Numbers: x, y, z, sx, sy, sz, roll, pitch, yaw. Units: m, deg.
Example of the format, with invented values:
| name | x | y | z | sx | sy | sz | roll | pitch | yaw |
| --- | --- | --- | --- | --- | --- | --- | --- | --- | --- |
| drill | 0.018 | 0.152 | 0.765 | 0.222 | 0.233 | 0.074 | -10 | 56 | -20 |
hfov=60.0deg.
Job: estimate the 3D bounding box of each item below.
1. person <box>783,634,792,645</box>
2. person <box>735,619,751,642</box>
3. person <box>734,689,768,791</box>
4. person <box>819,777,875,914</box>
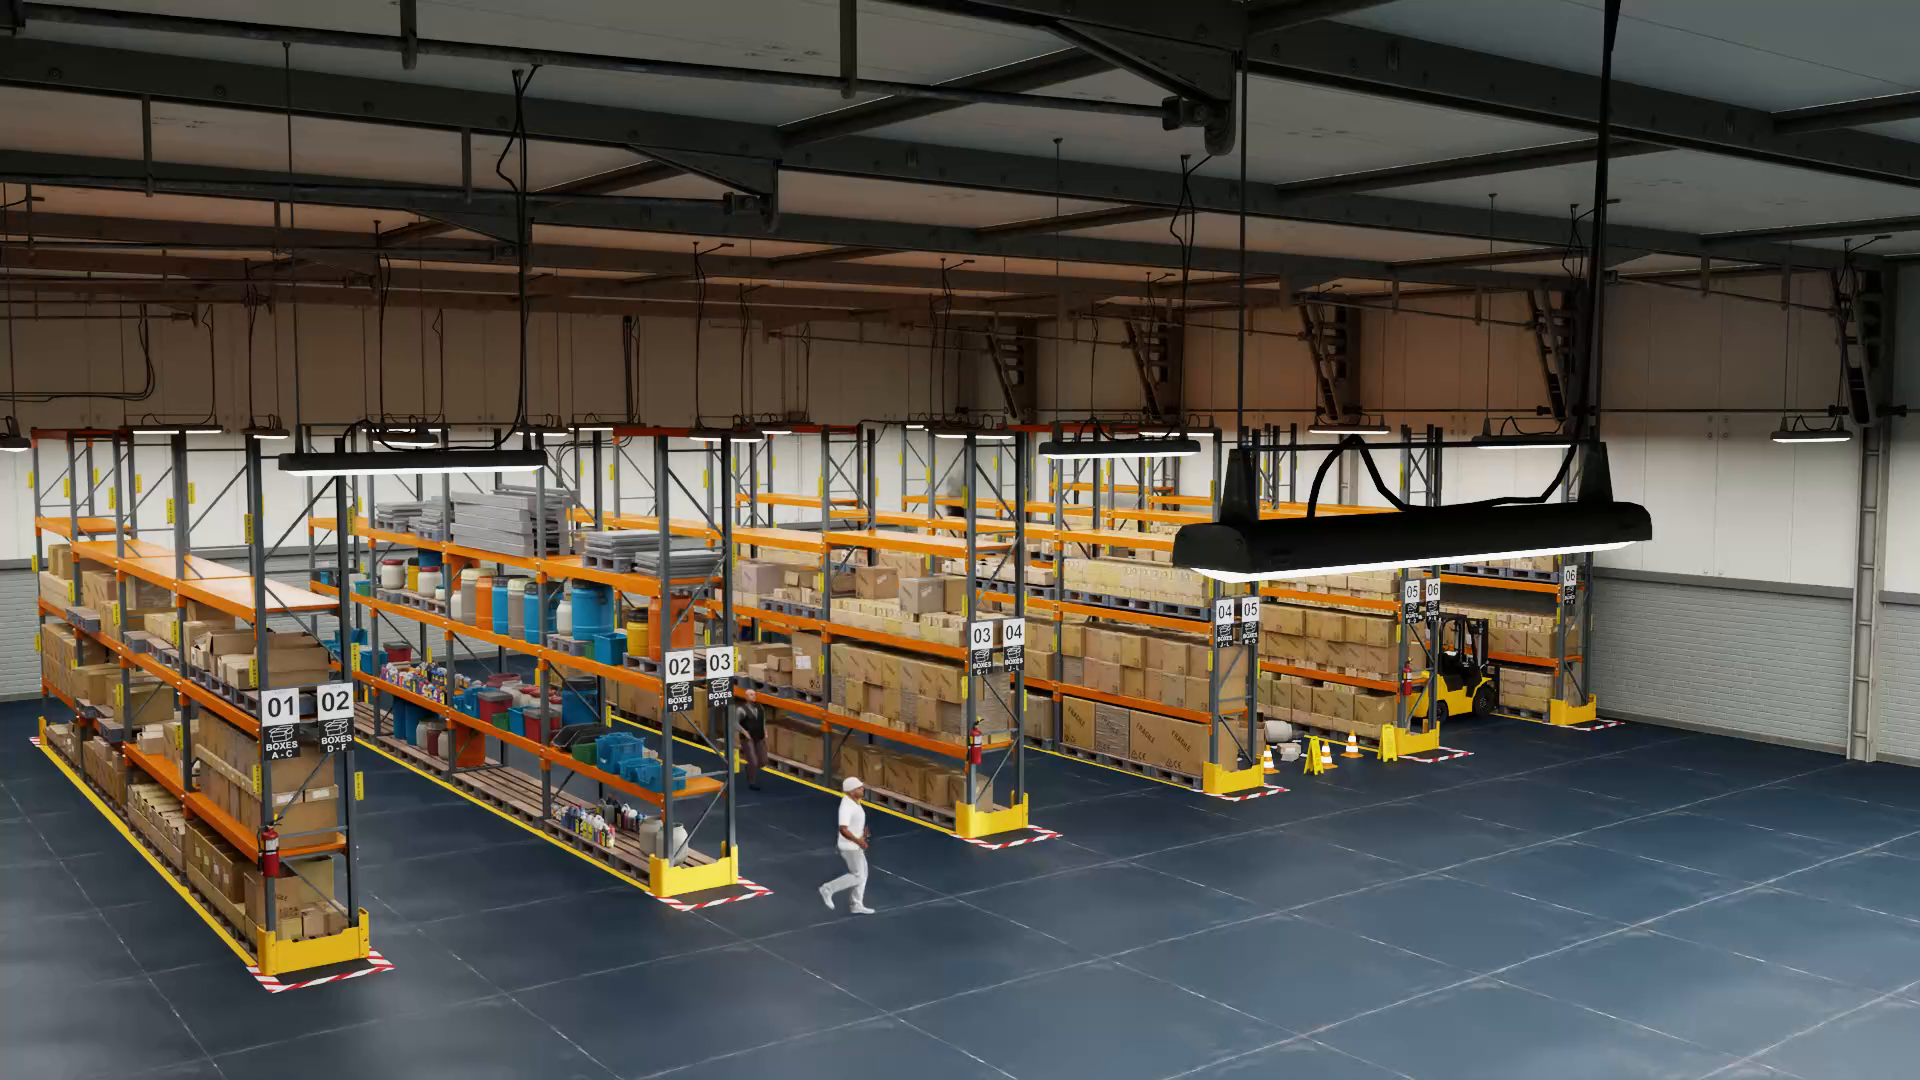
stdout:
| name | x | y | z | sx | sy | sz | roll | pitch | yaw |
| --- | --- | --- | --- | --- | --- | --- | --- | --- | --- |
| person | -4.260 | 2.034 | 42.559 | 0.704 | 1.571 | 0.577 | -4 | 6 | -38 |
| person | -5.448 | 2.169 | 41.870 | 0.766 | 1.592 | 0.677 | 0 | 4 | 0 |
| person | -3.483 | 3.319 | 27.730 | 0.657 | 1.669 | 0.612 | -4 | 6 | -38 |
| person | -1.421 | 3.835 | 20.885 | 0.694 | 1.746 | 0.701 | 0 | 4 | -2 |
